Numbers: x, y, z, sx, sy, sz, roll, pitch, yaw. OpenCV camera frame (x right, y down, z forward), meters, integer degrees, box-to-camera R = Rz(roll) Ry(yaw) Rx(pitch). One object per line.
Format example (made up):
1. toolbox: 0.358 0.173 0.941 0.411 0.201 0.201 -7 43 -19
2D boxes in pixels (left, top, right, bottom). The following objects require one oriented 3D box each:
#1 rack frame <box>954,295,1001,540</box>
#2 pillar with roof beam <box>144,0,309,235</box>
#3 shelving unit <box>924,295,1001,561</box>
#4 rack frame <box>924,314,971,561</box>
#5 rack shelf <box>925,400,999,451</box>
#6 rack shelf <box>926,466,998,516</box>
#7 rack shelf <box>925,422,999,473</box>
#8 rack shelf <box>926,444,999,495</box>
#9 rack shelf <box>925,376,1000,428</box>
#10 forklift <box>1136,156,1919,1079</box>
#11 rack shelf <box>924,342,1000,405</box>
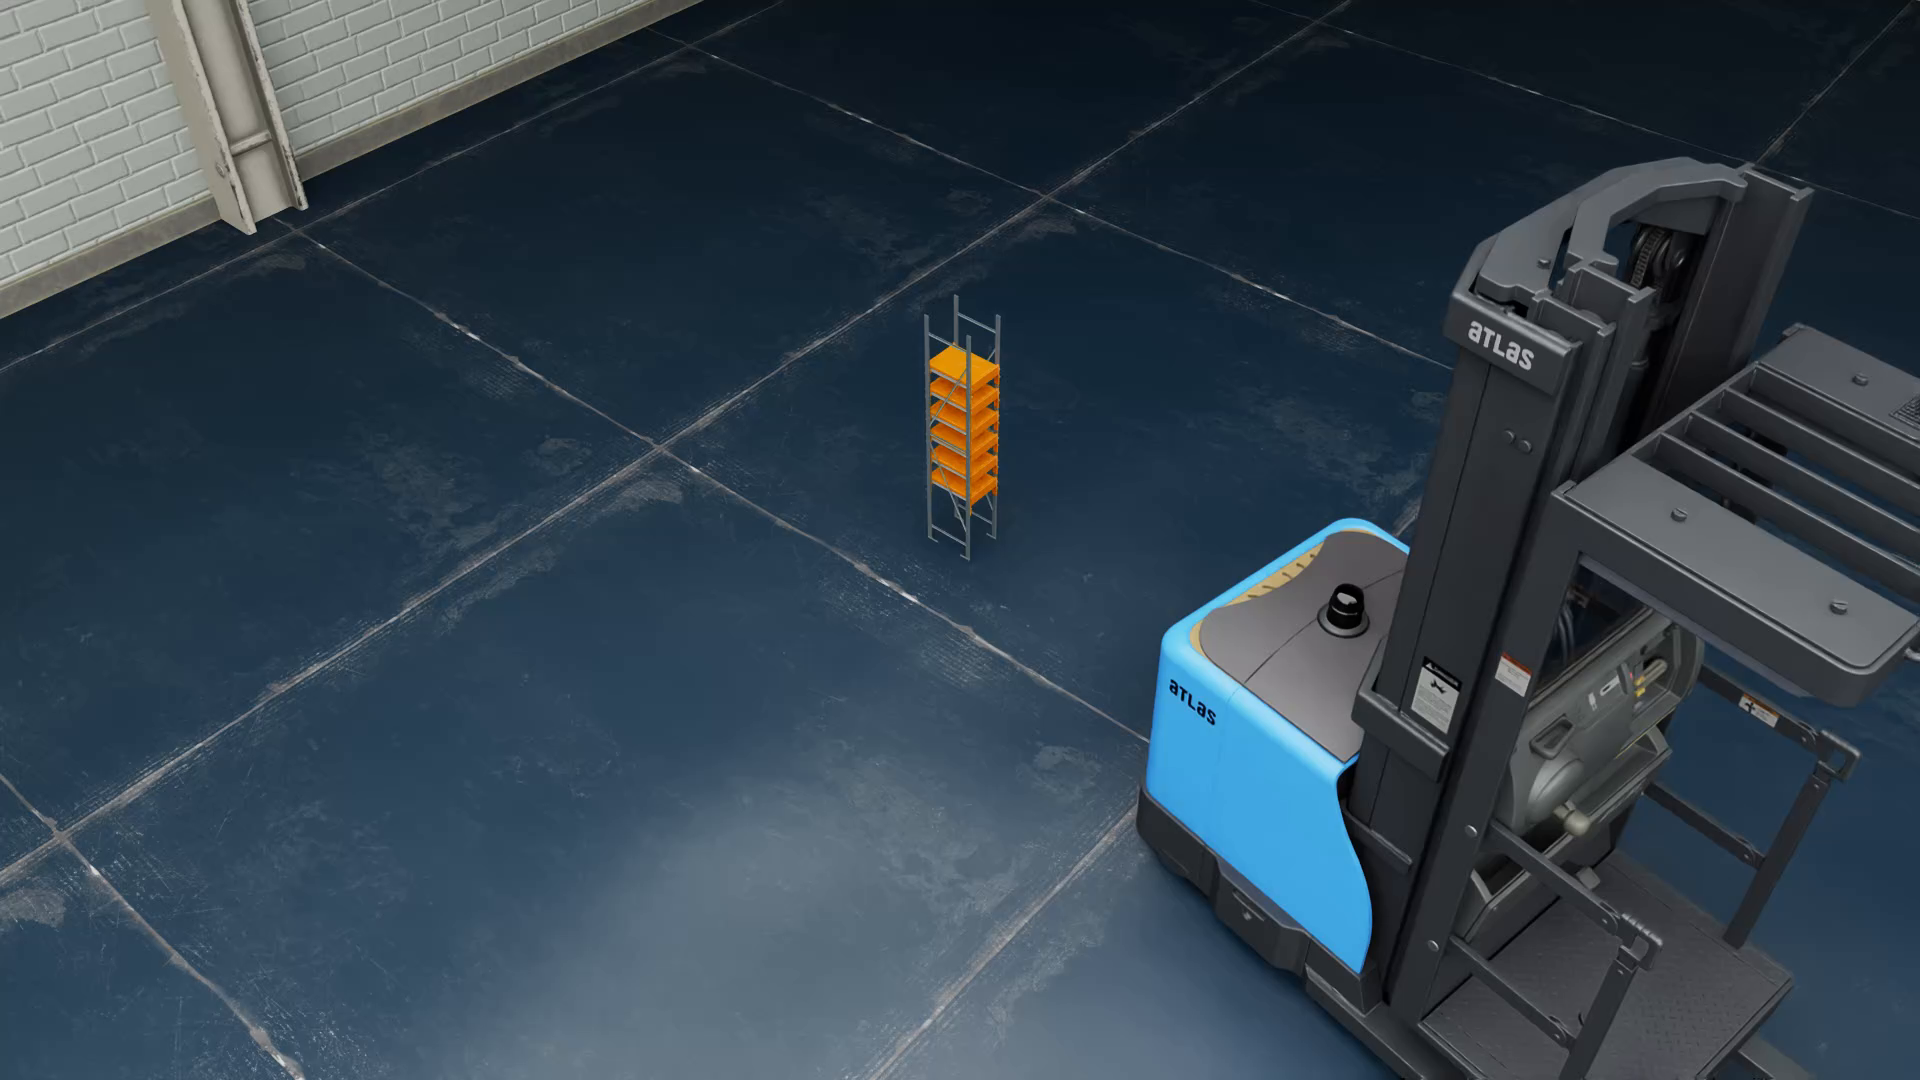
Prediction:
1. rack frame: 0.068 -0.498 7.089 0.240 1.200 0.006 29 50 28
2. pillar with roof beam: -0.678 -3.340 4.417 9.100 9.000 0.400 29 50 28
3. shelving unit: 0.009 -0.451 7.037 0.258 1.200 0.189 29 50 28
4. rack frame: -0.050 -0.404 6.985 0.240 1.200 0.006 29 50 28
5. rack shelf: 0.009 -0.507 6.986 0.258 0.103 0.180 29 50 28
6. rack shelf: 0.009 -0.241 7.228 0.258 0.103 0.180 29 50 28
7. rack shelf: 0.009 -0.419 7.067 0.258 0.103 0.180 29 50 28
8. rack shelf: 0.009 -0.330 7.147 0.258 0.103 0.180 29 50 28
9. rack shelf: 0.009 -0.596 6.905 0.258 0.103 0.180 29 50 28
10. forklift: 1.981 0.575 4.621 1.130 2.935 3.031 -29 50 -28
11. rack shelf: 0.009 -0.685 6.825 0.258 0.103 0.180 29 50 28
